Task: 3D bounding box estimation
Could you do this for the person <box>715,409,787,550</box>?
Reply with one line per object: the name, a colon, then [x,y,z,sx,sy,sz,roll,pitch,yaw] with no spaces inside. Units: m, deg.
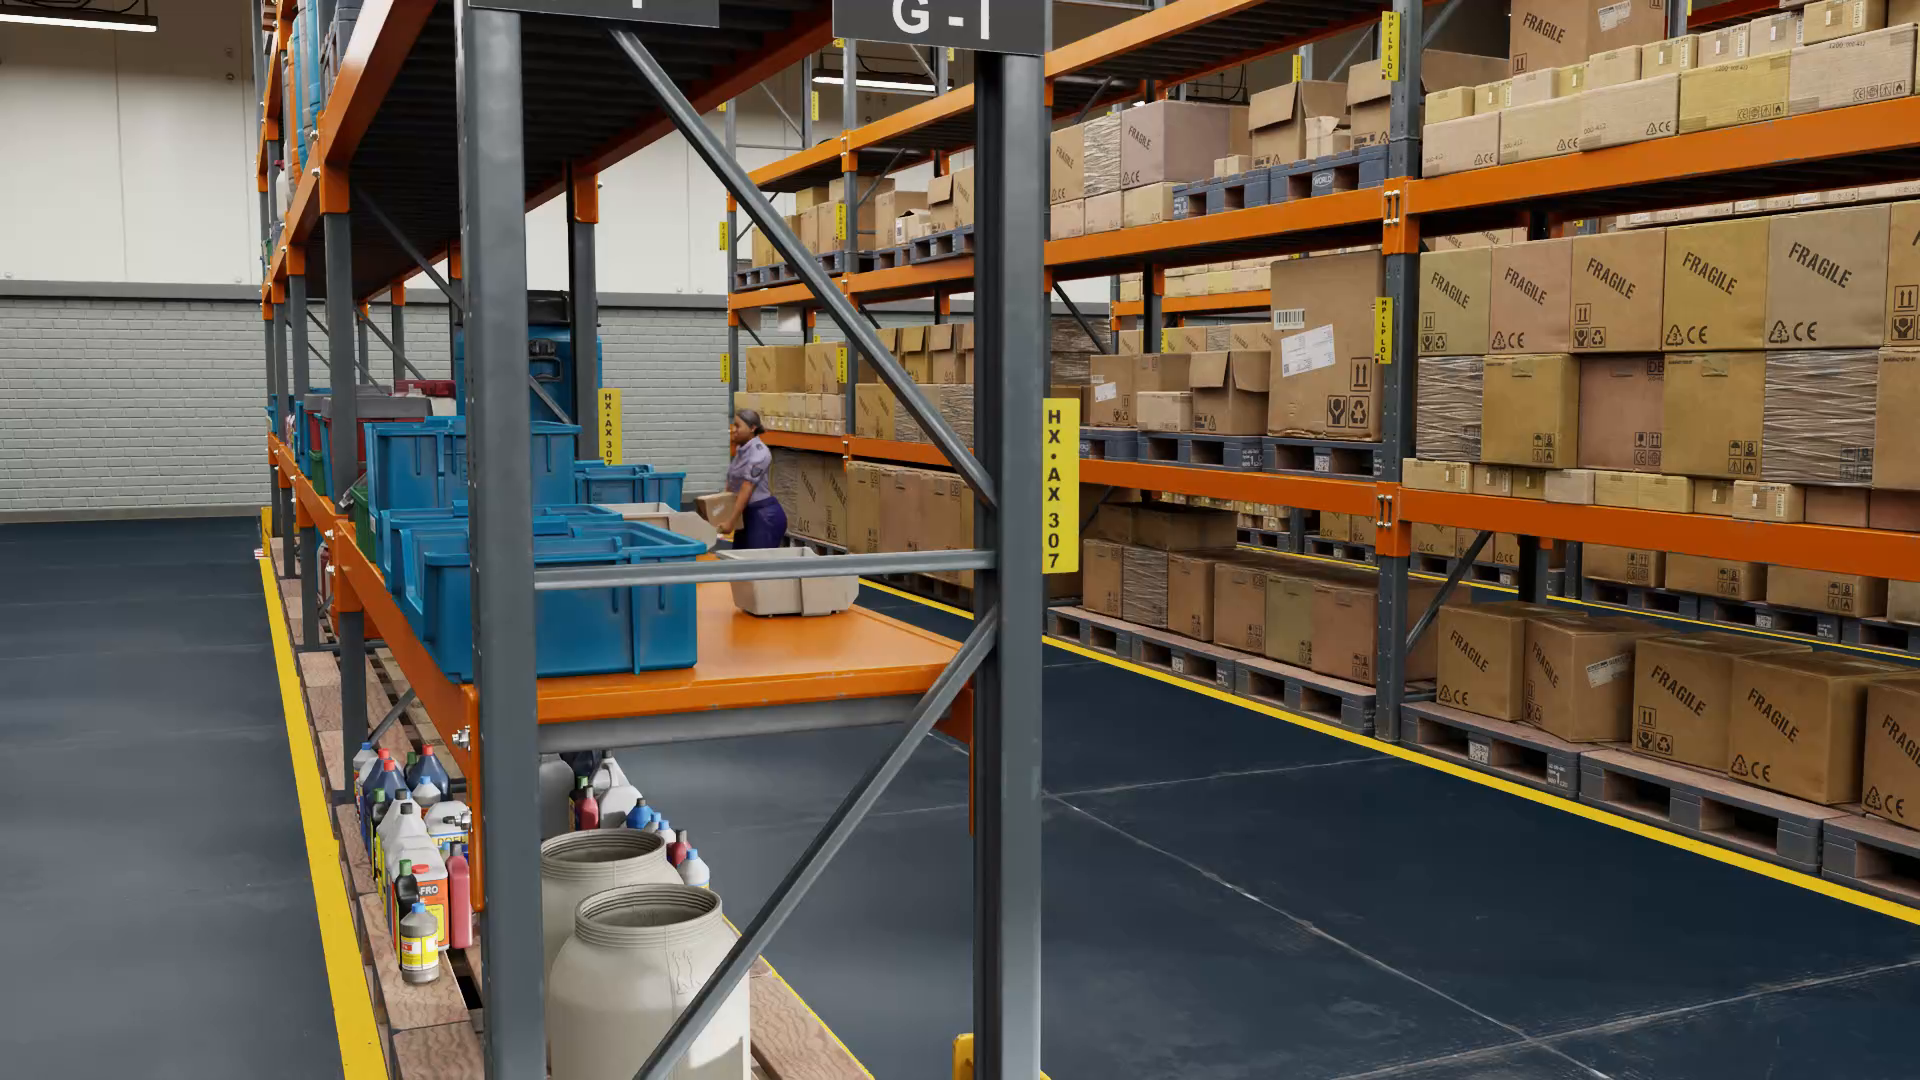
person: [-1.503,-0.092,11.709,0.543,1.624,0.433,-3,6,-25]
